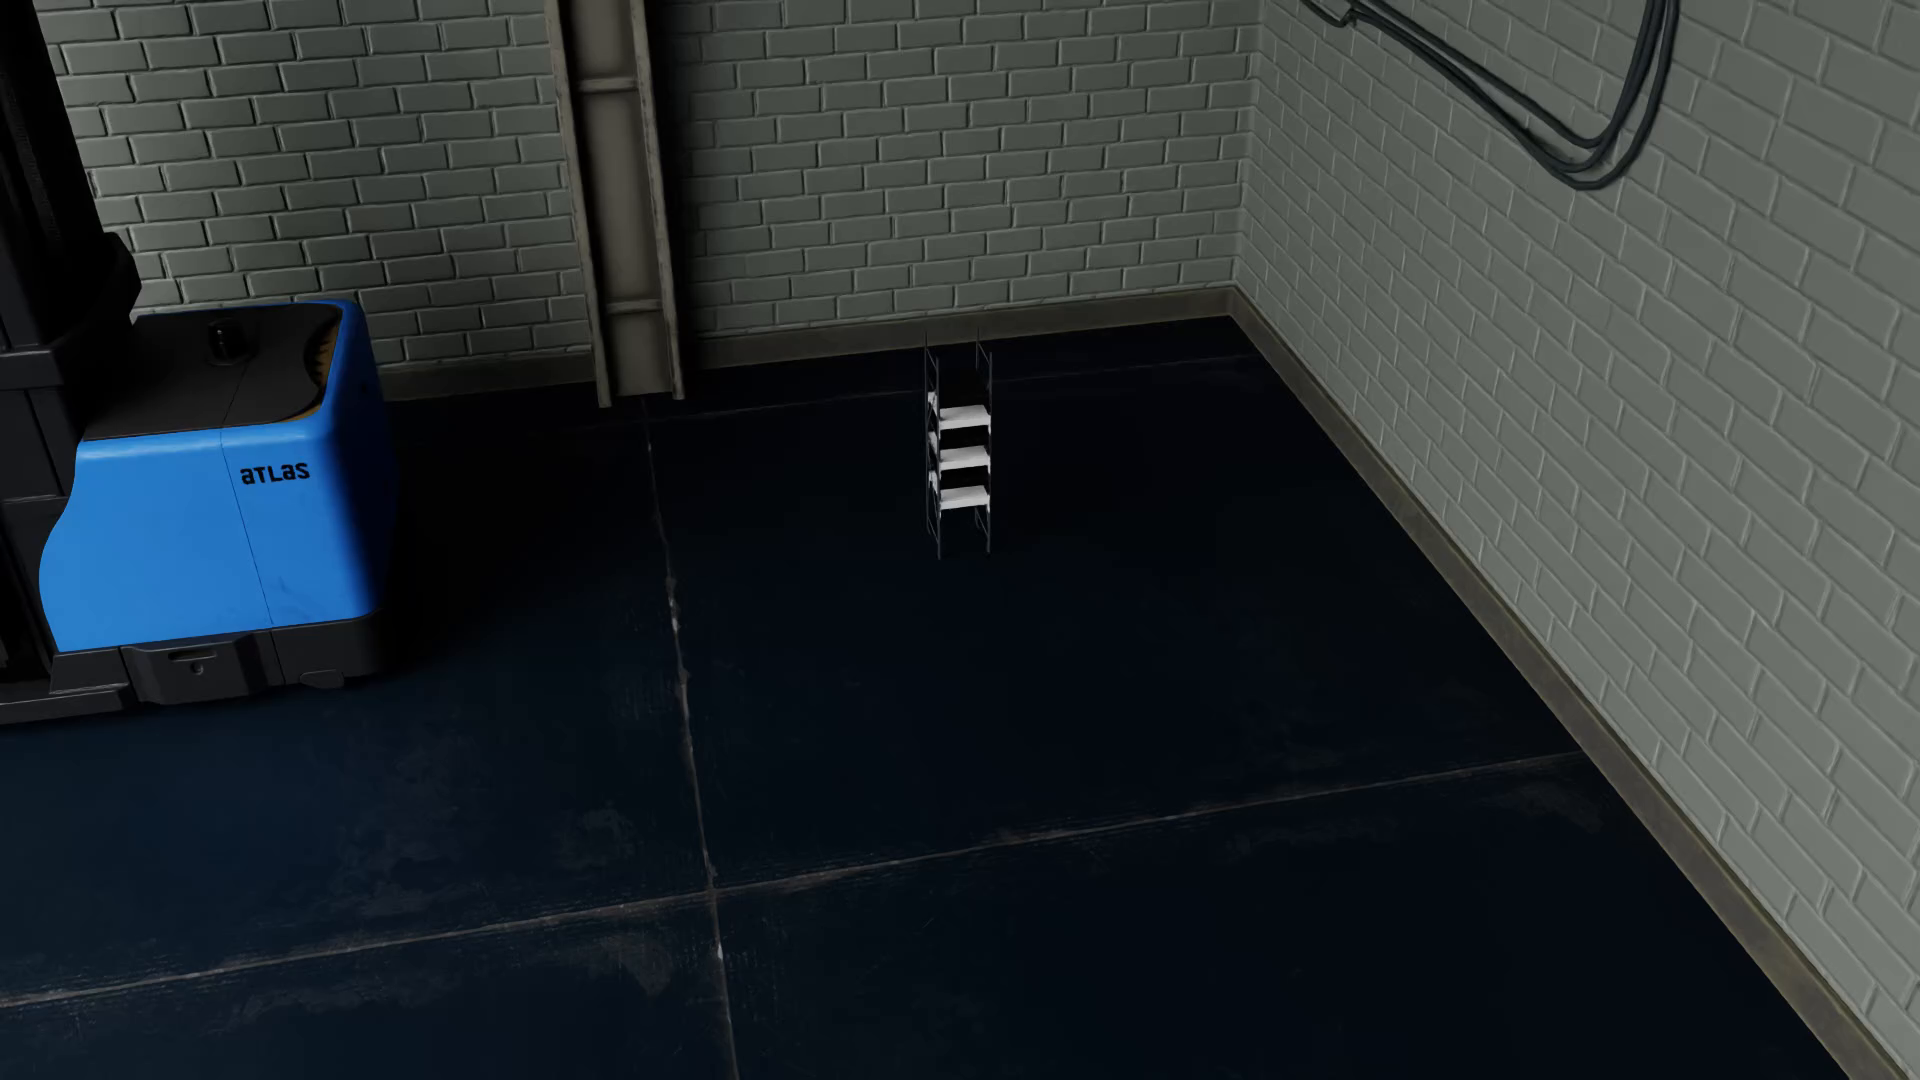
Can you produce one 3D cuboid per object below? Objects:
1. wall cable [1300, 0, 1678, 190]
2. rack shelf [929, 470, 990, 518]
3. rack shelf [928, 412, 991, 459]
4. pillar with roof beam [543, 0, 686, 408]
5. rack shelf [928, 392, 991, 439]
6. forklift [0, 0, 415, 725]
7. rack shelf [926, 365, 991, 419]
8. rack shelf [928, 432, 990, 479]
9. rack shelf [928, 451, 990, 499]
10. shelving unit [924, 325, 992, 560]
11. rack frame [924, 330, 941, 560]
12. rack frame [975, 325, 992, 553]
[{"bbox_3d":[1.666,-2.807,5.643,0.112,2.526,3.097,-7,35,-11],"label":"wall cable"},{"bbox_3d":[-0.008,-0.196,6.617,0.200,0.077,0.258,-7,35,-11],"label":"rack shelf"},{"bbox_3d":[-0.008,-0.420,6.466,0.200,0.077,0.258,-7,35,-11],"label":"rack shelf"},{"bbox_3d":[-0.550,-2.113,1.823,0.400,9.000,9.100,-7,35,-11],"label":"pillar with roof beam"},{"bbox_3d":[-0.008,-0.494,6.416,0.200,0.077,0.258,-7,35,-11],"label":"rack shelf"},{"bbox_3d":[-3.593,-0.807,5.321,3.031,2.935,1.130,-7,34,-10],"label":"forklift"},{"bbox_3d":[-0.008,-0.569,6.366,0.200,0.077,0.258,-7,35,-11],"label":"rack shelf"},{"bbox_3d":[-0.008,-0.345,6.516,0.200,0.077,0.258,-7,35,-11],"label":"rack shelf"},{"bbox_3d":[-0.008,-0.270,6.566,0.200,0.077,0.258,-7,35,-11],"label":"rack shelf"},{"bbox_3d":[-0.008,-0.373,6.498,0.210,0.900,0.258,-7,35,-11],"label":"shelving unit"},{"bbox_3d":[-0.107,-0.360,6.479,0.006,0.900,0.240,-7,35,-11],"label":"rack frame"},{"bbox_3d":[0.091,-0.385,6.516,0.006,0.900,0.240,-7,35,-11],"label":"rack frame"}]
